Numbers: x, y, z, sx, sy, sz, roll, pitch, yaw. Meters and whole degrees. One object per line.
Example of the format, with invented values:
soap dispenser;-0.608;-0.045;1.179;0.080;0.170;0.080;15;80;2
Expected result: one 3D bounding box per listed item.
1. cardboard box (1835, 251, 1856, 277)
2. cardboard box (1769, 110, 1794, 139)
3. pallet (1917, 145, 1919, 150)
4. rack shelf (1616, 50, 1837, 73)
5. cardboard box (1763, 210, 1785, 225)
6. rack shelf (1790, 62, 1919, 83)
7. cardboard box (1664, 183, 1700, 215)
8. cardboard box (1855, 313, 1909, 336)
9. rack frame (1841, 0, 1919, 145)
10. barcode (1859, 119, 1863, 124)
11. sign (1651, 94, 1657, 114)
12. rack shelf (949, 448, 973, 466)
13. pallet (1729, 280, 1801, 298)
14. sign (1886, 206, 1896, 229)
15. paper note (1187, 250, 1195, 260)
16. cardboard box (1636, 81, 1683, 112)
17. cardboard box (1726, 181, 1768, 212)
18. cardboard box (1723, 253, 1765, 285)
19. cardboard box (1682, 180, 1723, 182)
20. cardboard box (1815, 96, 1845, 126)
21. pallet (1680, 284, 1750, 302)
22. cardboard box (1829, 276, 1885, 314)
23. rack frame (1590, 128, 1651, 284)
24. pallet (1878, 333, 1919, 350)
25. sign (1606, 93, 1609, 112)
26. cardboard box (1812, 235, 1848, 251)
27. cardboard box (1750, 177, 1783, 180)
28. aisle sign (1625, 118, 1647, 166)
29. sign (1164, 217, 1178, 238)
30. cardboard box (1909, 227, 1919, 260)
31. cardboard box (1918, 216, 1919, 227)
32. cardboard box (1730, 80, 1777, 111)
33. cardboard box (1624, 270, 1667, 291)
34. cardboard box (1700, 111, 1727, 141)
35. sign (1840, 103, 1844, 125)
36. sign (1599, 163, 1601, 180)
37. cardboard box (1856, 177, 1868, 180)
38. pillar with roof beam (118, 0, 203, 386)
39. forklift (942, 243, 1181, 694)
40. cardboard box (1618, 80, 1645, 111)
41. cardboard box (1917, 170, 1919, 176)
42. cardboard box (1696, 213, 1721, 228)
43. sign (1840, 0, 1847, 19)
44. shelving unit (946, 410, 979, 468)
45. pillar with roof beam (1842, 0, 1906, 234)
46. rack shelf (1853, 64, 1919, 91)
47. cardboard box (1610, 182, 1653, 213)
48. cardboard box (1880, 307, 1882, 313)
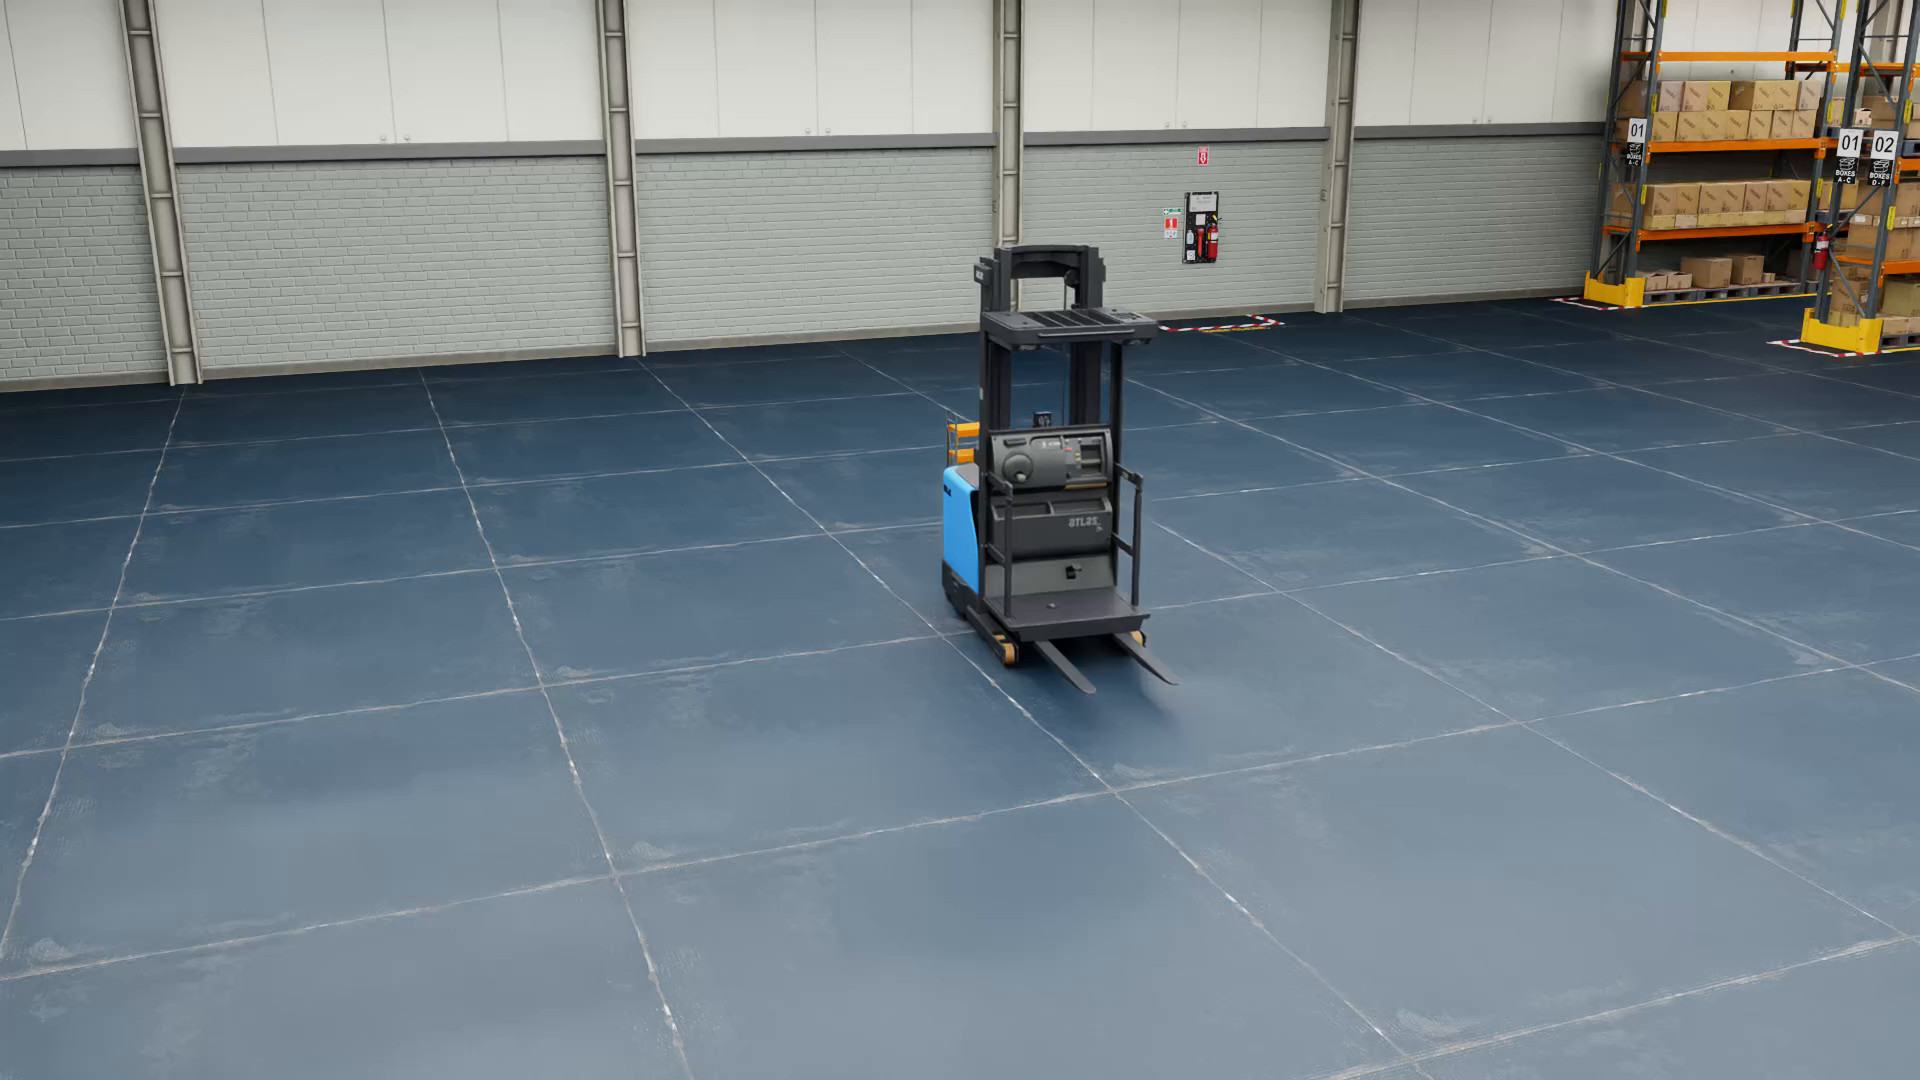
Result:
cardboard box;16.484;-5.250;31.461;0.500;0.500;0.700;-7;18;-21
cardboard box;14.478;-7.428;29.684;0.500;0.500;0.500;-8;18;-25
pallet;15.190;-5.974;25.102;1.213;0.211;1.003;-6;17;-20
rack shelf;13.471;-8.425;29.250;4.000;0.370;1.077;-6;17;-20
cardboard box;14.536;-5.857;30.101;0.500;0.250;0.500;-6;17;-20
rack shelf;17.206;-8.638;30.680;4.000;0.370;1.077;-6;17;-20
cardboard box;12.622;-6.005;29.275;0.500;0.500;0.500;-6;17;-20
cardboard box;13.960;-3.266;25.183;0.500;0.250;0.500;-6;17;-20
rack frame;13.379;-7.267;24.025;0.127;3.000;1.000;-6;17;-20
barcode;13.488;-6.263;24.902;0.075;0.075;0.001;-6;17;-20
sign;11.797;-7.407;28.275;0.005;0.325;0.100;-6;17;-20
rack shelf;0.155;-0.742;15.094;0.480;0.148;0.258;-6;17;-20
pallet;14.724;-4.680;30.811;1.213;0.211;1.003;-6;17;-20
sign;13.572;-4.695;24.238;0.005;0.325;0.100;-6;17;-20
paper note;3.833;-4.723;27.574;0.142;0.148;0.016;-6;17;-20
cardboard box;12.050;-7.643;28.642;0.500;0.500;0.500;-8;18;-24
cardboard box;14.069;-6.163;29.814;0.500;0.500;0.500;-7;18;-22
cardboard box;14.383;-4.991;30.579;0.500;0.500;0.500;-8;18;-24
cardboard box;13.392;-6.244;30.090;0.500;0.500;0.500;-6;17;-19
cardboard box;15.877;-7.817;30.301;0.500;0.500;0.500;-4;17;-12
pallet;13.583;-4.556;30.389;1.213;0.211;1.003;-6;17;-20
cardboard box;13.773;-3.763;25.544;0.500;0.500;0.500;-6;17;-20
rack frame;11.603;-5.691;29.307;0.127;3.000;1.000;-6;17;-20
pallet;14.078;-3.139;25.563;1.213;0.211;1.003;-6;17;-20
sign;11.423;-7.703;29.264;0.005;0.325;0.100;-6;17;-20
cardboard box;16.430;-5.590;31.287;0.500;0.250;0.500;-7;18;-21
cardboard box;14.825;-6.400;30.619;0.500;0.500;0.500;-7;18;-21
aisle sign;11.643;-6.853;28.647;0.004;0.787;0.394;-6;17;-20
sign;3.470;-5.134;27.346;0.234;0.329;0.001;-6;17;-20
cardboard box;14.308;-4.534;25.190;0.500;0.500;0.700;-6;17;-19
cardboard box;14.302;-4.783;24.884;0.250;0.149;0.380;-6;17;-20
cardboard box;13.976;-7.836;29.299;0.500;0.500;0.500;-7;18;-22
cardboard box;12.281;-4.658;29.781;0.500;0.311;0.500;-8;18;-26
cardboard box;13.003;-7.254;29.093;0.500;0.500;0.500;-5;17;-18
sign;13.198;-6.359;24.825;0.005;0.325;0.100;-6;17;-20
sign;11.423;-6.547;29.604;0.005;0.325;0.100;-6;17;-20
cardboard box;16.954;-6.525;31.188;0.500;0.500;0.700;-4;17;-12
pillar with roof beam;-8.923;-5.316;17.380;0.400;9.000;9.100;-6;17;-20
forklift;0.746;-0.613;12.134;1.130;2.935;3.031;-5;17;-15
cardboard box;11.912;-7.780;29.109;0.500;0.500;0.500;-5;17;-18
cardboard box;18.467;-6.989;31.617;0.250;0.149;0.380;-9;19;-29
cardboard box;13.130;-5.701;29.569;0.500;0.250;0.500;-6;18;-21
sign;15.515;-9.315;29.200;0.005;0.325;0.100;-6;17;-20
shelving unit;0.155;-0.592;15.138;0.503;1.200;0.258;-6;17;-20
pillar with roof beam;19.090;-8.340;27.680;0.400;9.000;9.100;-6;17;-20
rack shelf;15.247;-6.931;24.869;4.000;0.370;1.077;-6;17;-20
cardboard box;11.967;-6.092;29.572;0.500;0.500;0.500;-6;18;-21
cardboard box;14.237;-3.456;25.830;0.500;0.250;0.500;-6;17;-20
